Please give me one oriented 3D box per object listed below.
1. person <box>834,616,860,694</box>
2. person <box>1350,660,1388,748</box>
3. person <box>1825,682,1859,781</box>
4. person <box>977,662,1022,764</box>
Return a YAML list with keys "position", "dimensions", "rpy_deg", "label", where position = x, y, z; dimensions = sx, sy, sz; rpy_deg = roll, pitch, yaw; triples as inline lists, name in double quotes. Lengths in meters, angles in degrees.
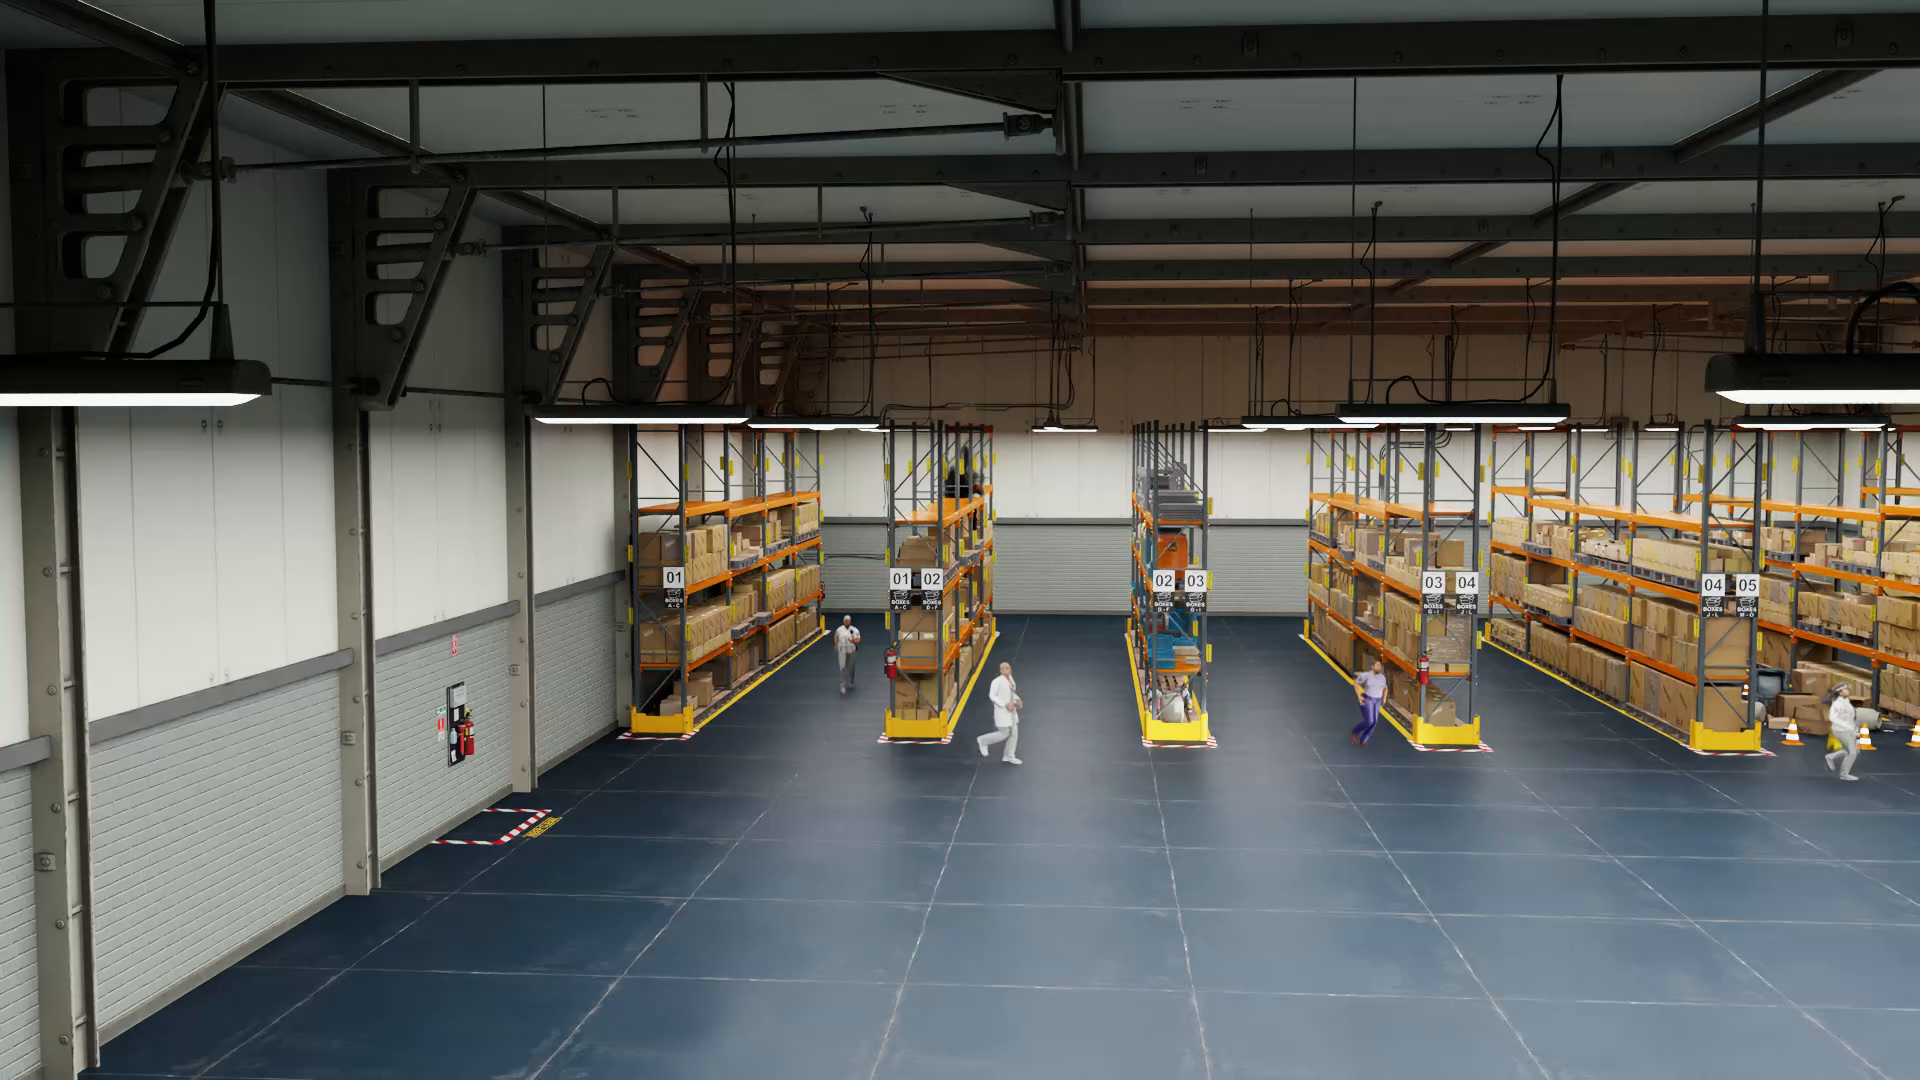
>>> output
- position: [-2.519, 2.526, 37.140]
  dimensions: [0.596, 1.686, 0.885]
  rpy_deg: [0, 4, -2]
  label: "person"
- position: [7.572, 3.004, 30.524]
  dimensions: [0.673, 1.601, 0.468]
  rpy_deg: [-1, 4, -20]
  label: "person"
- position: [14.656, 3.161, 27.652]
  dimensions: [0.655, 1.637, 0.550]
  rpy_deg: [-3, 5, -43]
  label: "person"
- position: [0.739, 3.015, 29.121]
  dimensions: [0.826, 1.768, 0.717]
  rpy_deg: [2, 4, 34]
  label: "person"
